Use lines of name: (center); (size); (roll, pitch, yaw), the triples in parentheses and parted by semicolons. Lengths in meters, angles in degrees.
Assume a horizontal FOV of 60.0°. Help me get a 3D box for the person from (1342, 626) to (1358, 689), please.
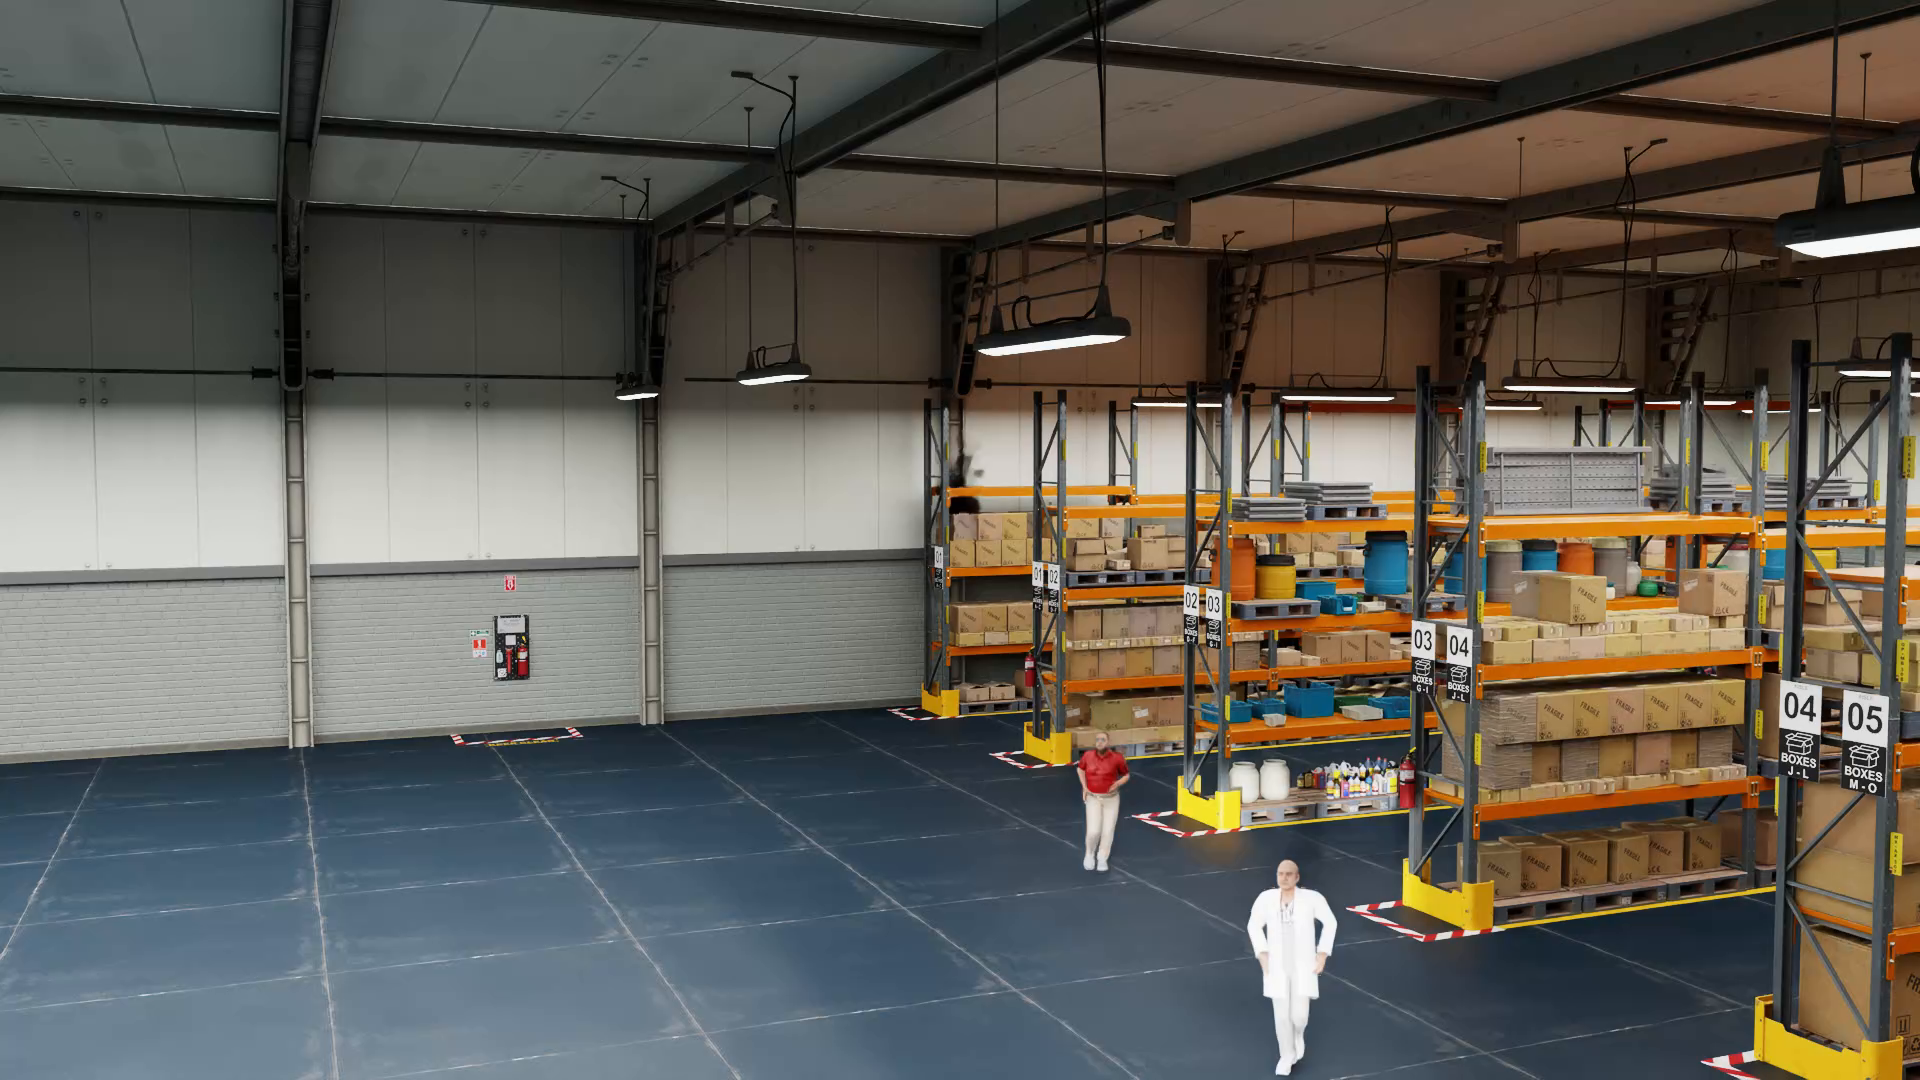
person: (7.589, 2.452, 32.358); (0.568, 1.609, 0.570); (-2, 4, -32)

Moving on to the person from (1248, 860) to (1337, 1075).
person: (2.707, 3.516, 13.645); (0.716, 1.702, 0.574); (1, 4, 18)

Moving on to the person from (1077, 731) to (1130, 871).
person: (1.710, 3.144, 19.903); (0.638, 1.711, 0.647); (0, 3, 7)
